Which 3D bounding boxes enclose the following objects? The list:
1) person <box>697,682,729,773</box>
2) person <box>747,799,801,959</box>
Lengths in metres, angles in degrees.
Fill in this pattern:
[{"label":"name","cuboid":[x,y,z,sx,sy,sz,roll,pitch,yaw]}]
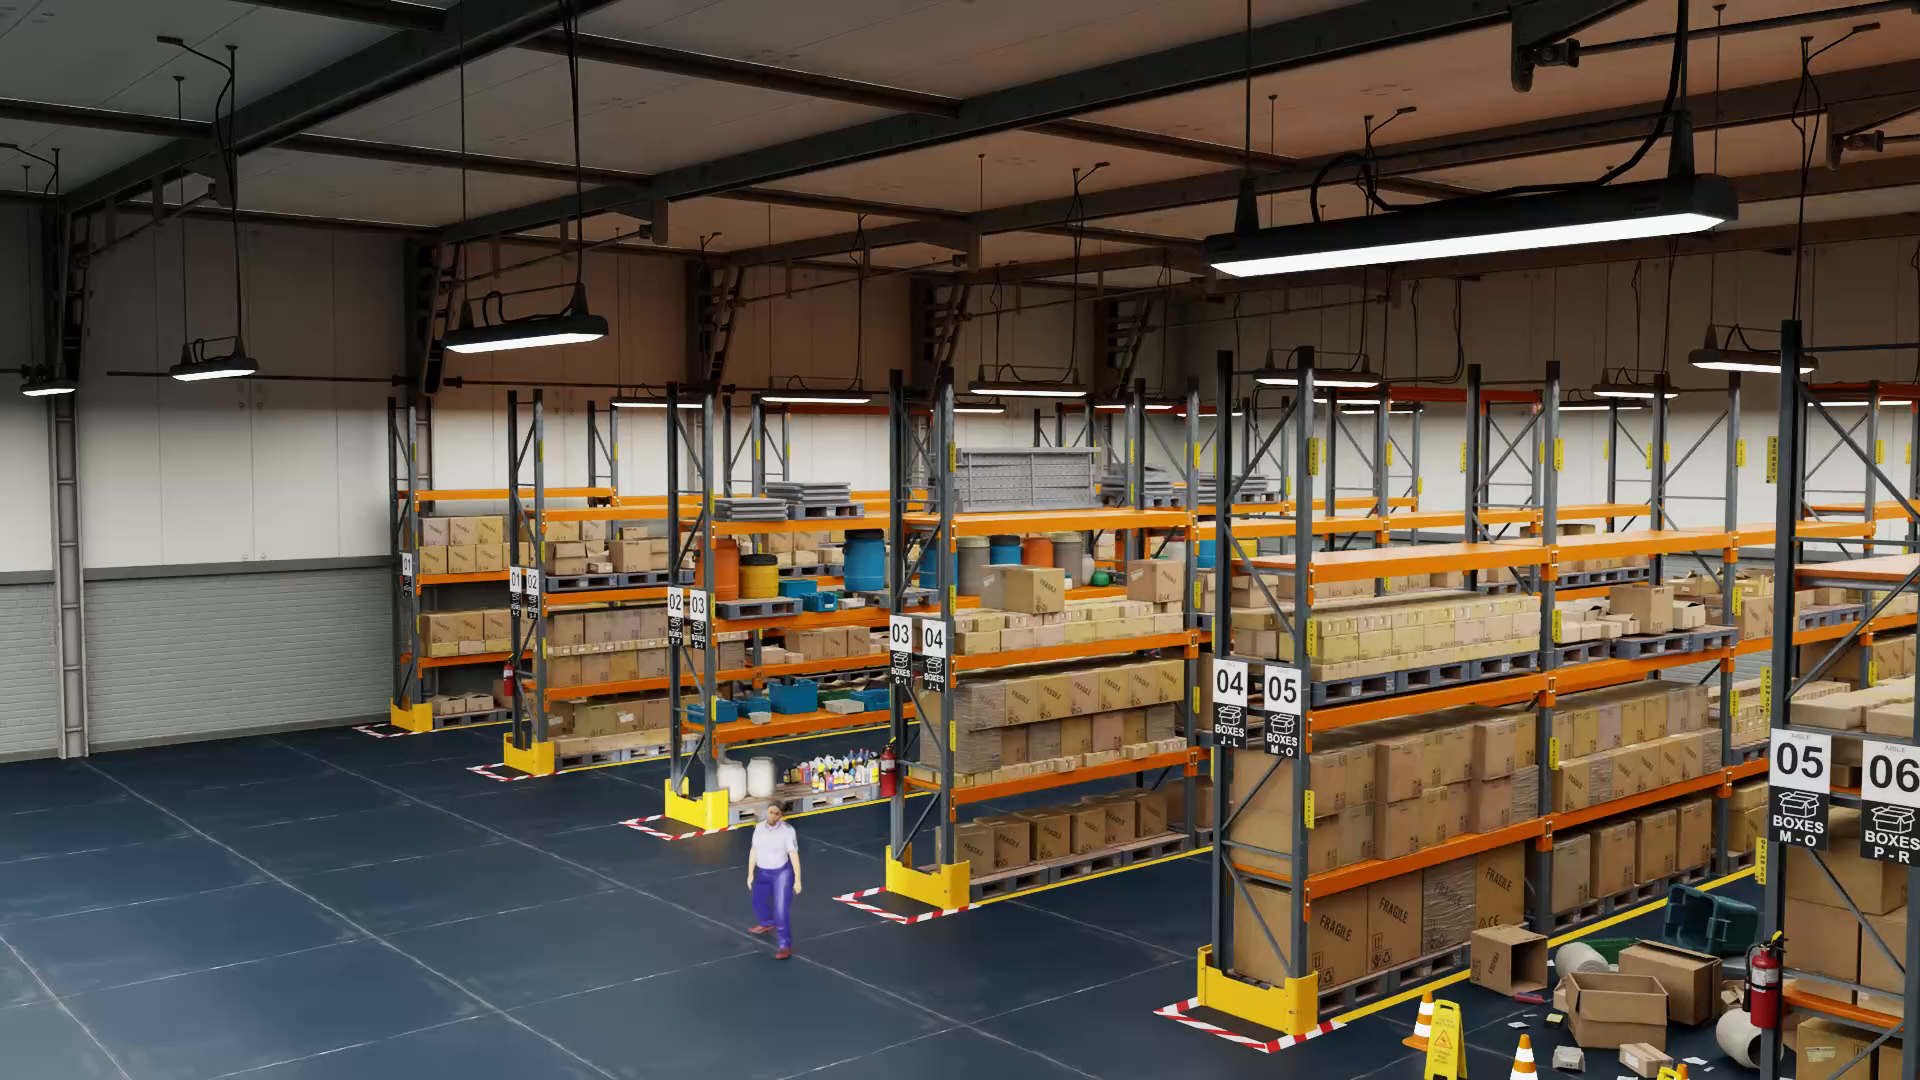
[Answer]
[{"label":"person","cuboid":[-3.666,2.904,25.006,0.679,1.576,0.604,-2,4,-35]},{"label":"person","cuboid":[-1.938,3.386,16.980,0.787,1.564,0.700,2,4,26]}]
